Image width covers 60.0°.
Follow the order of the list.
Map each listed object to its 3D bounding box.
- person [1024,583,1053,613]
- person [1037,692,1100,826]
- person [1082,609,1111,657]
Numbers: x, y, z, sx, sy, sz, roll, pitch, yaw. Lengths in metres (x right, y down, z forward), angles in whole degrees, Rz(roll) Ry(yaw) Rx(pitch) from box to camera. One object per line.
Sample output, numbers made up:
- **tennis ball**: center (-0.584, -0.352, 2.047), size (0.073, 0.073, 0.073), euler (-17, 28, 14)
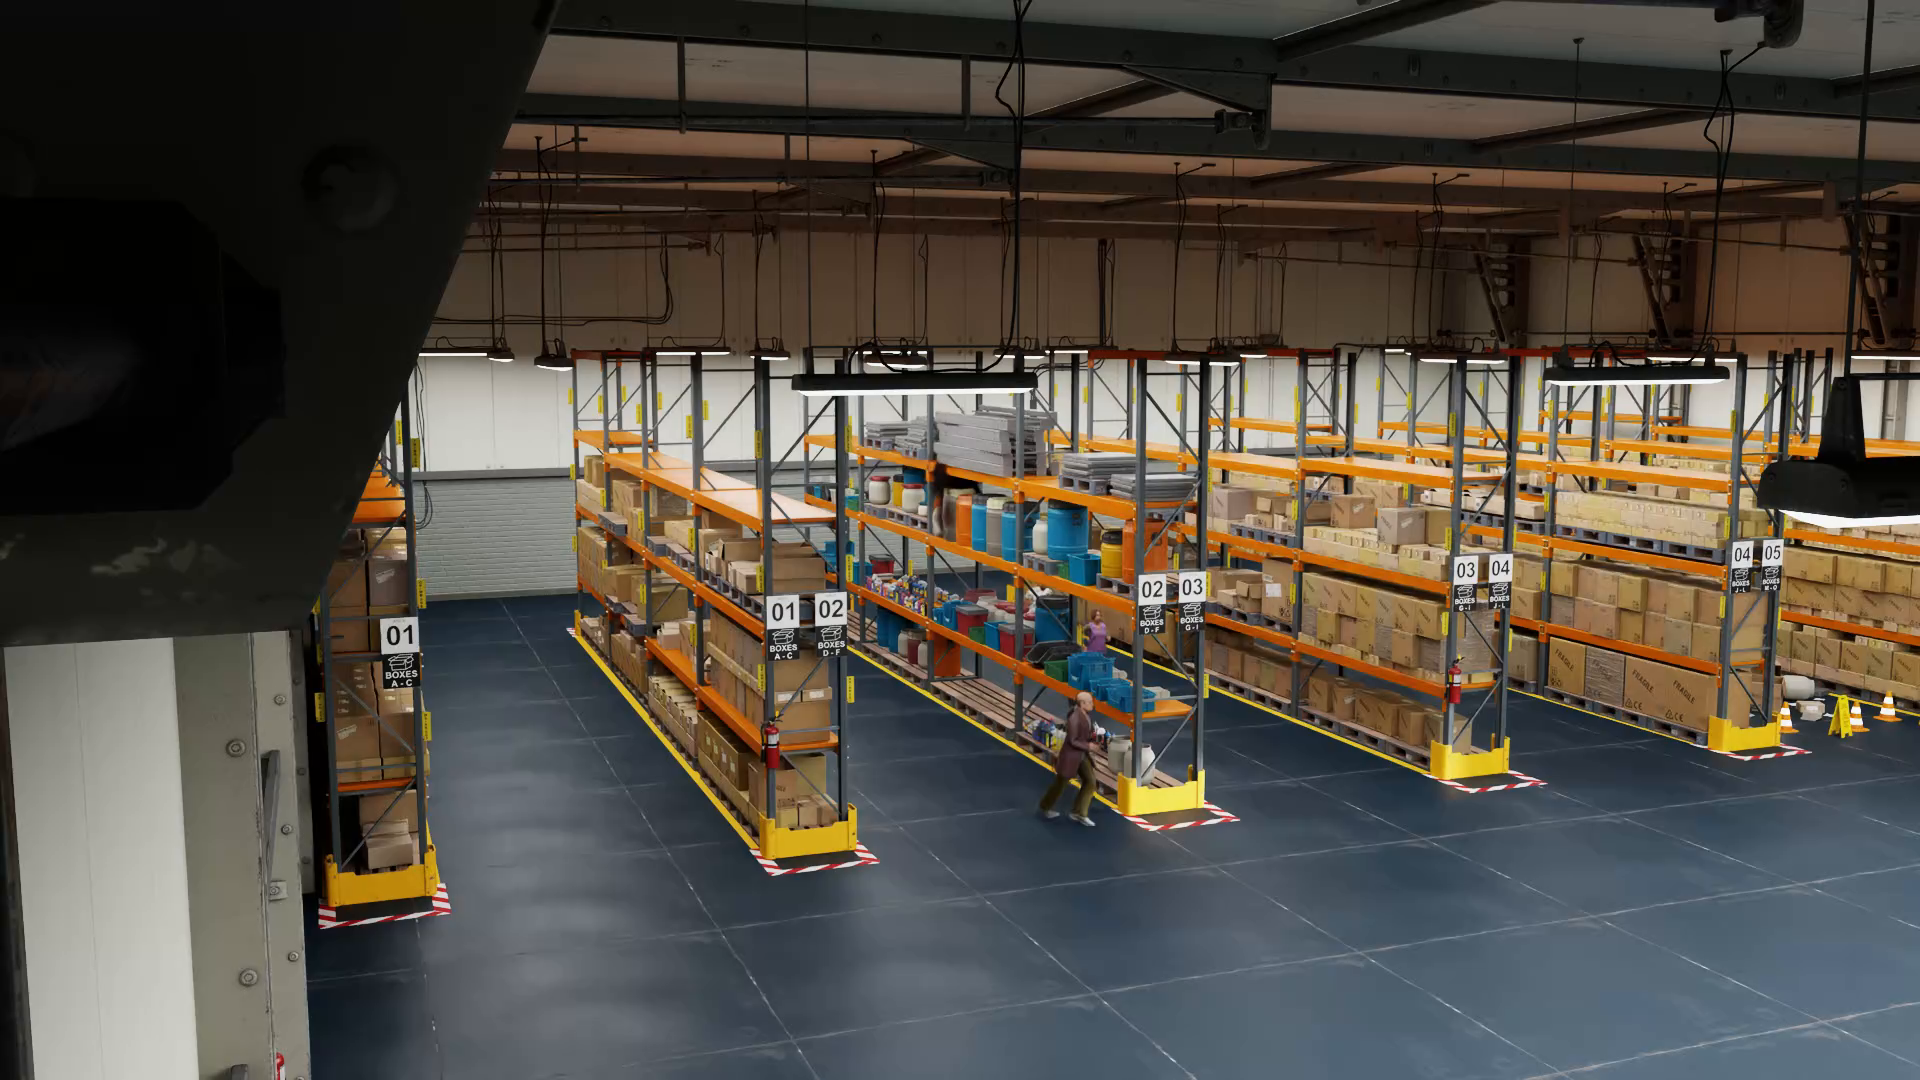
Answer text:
- **person**: center (1.573, 1.519, 32.314), size (0.504, 1.684, 0.788), euler (-4, 8, -30)
- **person**: center (1.395, 2.815, 21.488), size (0.861, 1.792, 0.696), euler (4, 8, 31)
- **person**: center (2.335, 1.972, 28.571), size (0.518, 1.591, 0.887), euler (-5, 9, -34)
